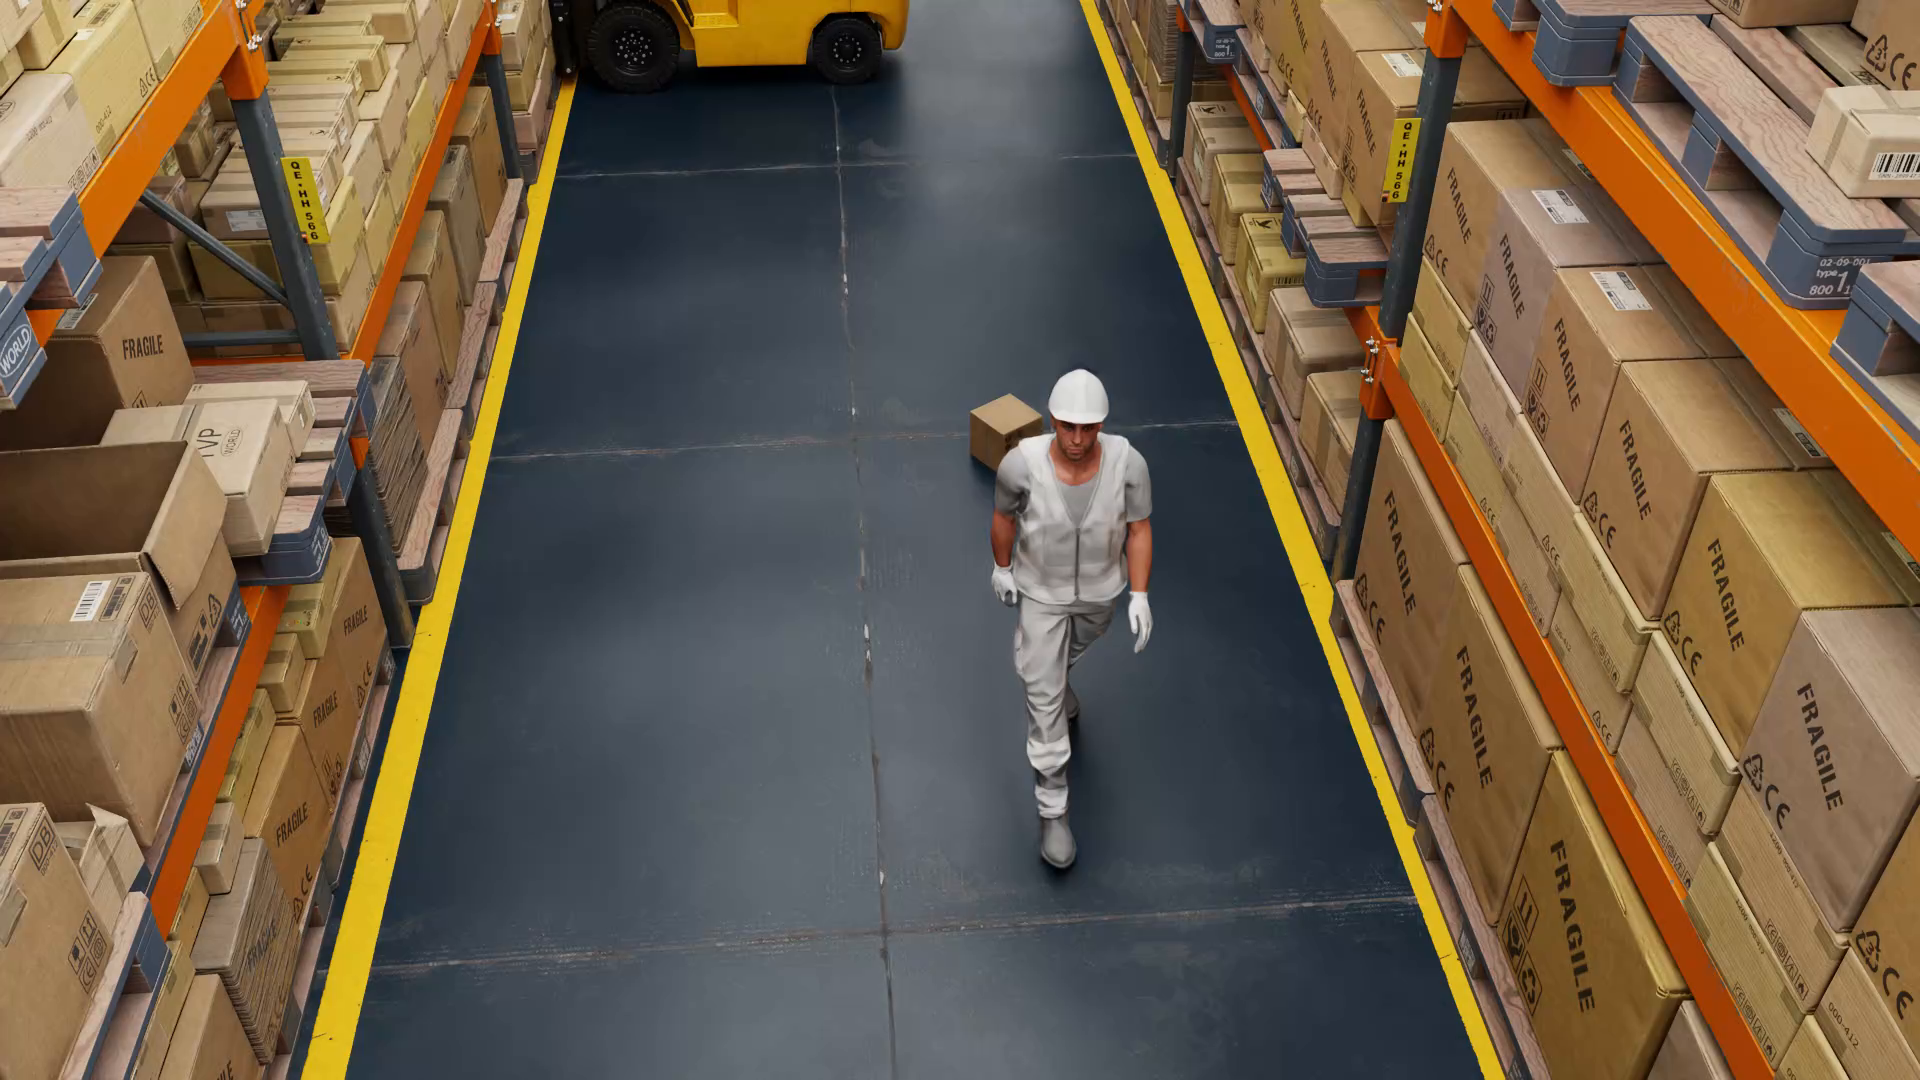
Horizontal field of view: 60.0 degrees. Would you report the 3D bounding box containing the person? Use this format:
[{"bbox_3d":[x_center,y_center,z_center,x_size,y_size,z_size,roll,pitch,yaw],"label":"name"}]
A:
[{"bbox_3d":[0.407,0.199,5.853,0.542,1.725,1.042,-5,39,-6],"label":"person"}]
